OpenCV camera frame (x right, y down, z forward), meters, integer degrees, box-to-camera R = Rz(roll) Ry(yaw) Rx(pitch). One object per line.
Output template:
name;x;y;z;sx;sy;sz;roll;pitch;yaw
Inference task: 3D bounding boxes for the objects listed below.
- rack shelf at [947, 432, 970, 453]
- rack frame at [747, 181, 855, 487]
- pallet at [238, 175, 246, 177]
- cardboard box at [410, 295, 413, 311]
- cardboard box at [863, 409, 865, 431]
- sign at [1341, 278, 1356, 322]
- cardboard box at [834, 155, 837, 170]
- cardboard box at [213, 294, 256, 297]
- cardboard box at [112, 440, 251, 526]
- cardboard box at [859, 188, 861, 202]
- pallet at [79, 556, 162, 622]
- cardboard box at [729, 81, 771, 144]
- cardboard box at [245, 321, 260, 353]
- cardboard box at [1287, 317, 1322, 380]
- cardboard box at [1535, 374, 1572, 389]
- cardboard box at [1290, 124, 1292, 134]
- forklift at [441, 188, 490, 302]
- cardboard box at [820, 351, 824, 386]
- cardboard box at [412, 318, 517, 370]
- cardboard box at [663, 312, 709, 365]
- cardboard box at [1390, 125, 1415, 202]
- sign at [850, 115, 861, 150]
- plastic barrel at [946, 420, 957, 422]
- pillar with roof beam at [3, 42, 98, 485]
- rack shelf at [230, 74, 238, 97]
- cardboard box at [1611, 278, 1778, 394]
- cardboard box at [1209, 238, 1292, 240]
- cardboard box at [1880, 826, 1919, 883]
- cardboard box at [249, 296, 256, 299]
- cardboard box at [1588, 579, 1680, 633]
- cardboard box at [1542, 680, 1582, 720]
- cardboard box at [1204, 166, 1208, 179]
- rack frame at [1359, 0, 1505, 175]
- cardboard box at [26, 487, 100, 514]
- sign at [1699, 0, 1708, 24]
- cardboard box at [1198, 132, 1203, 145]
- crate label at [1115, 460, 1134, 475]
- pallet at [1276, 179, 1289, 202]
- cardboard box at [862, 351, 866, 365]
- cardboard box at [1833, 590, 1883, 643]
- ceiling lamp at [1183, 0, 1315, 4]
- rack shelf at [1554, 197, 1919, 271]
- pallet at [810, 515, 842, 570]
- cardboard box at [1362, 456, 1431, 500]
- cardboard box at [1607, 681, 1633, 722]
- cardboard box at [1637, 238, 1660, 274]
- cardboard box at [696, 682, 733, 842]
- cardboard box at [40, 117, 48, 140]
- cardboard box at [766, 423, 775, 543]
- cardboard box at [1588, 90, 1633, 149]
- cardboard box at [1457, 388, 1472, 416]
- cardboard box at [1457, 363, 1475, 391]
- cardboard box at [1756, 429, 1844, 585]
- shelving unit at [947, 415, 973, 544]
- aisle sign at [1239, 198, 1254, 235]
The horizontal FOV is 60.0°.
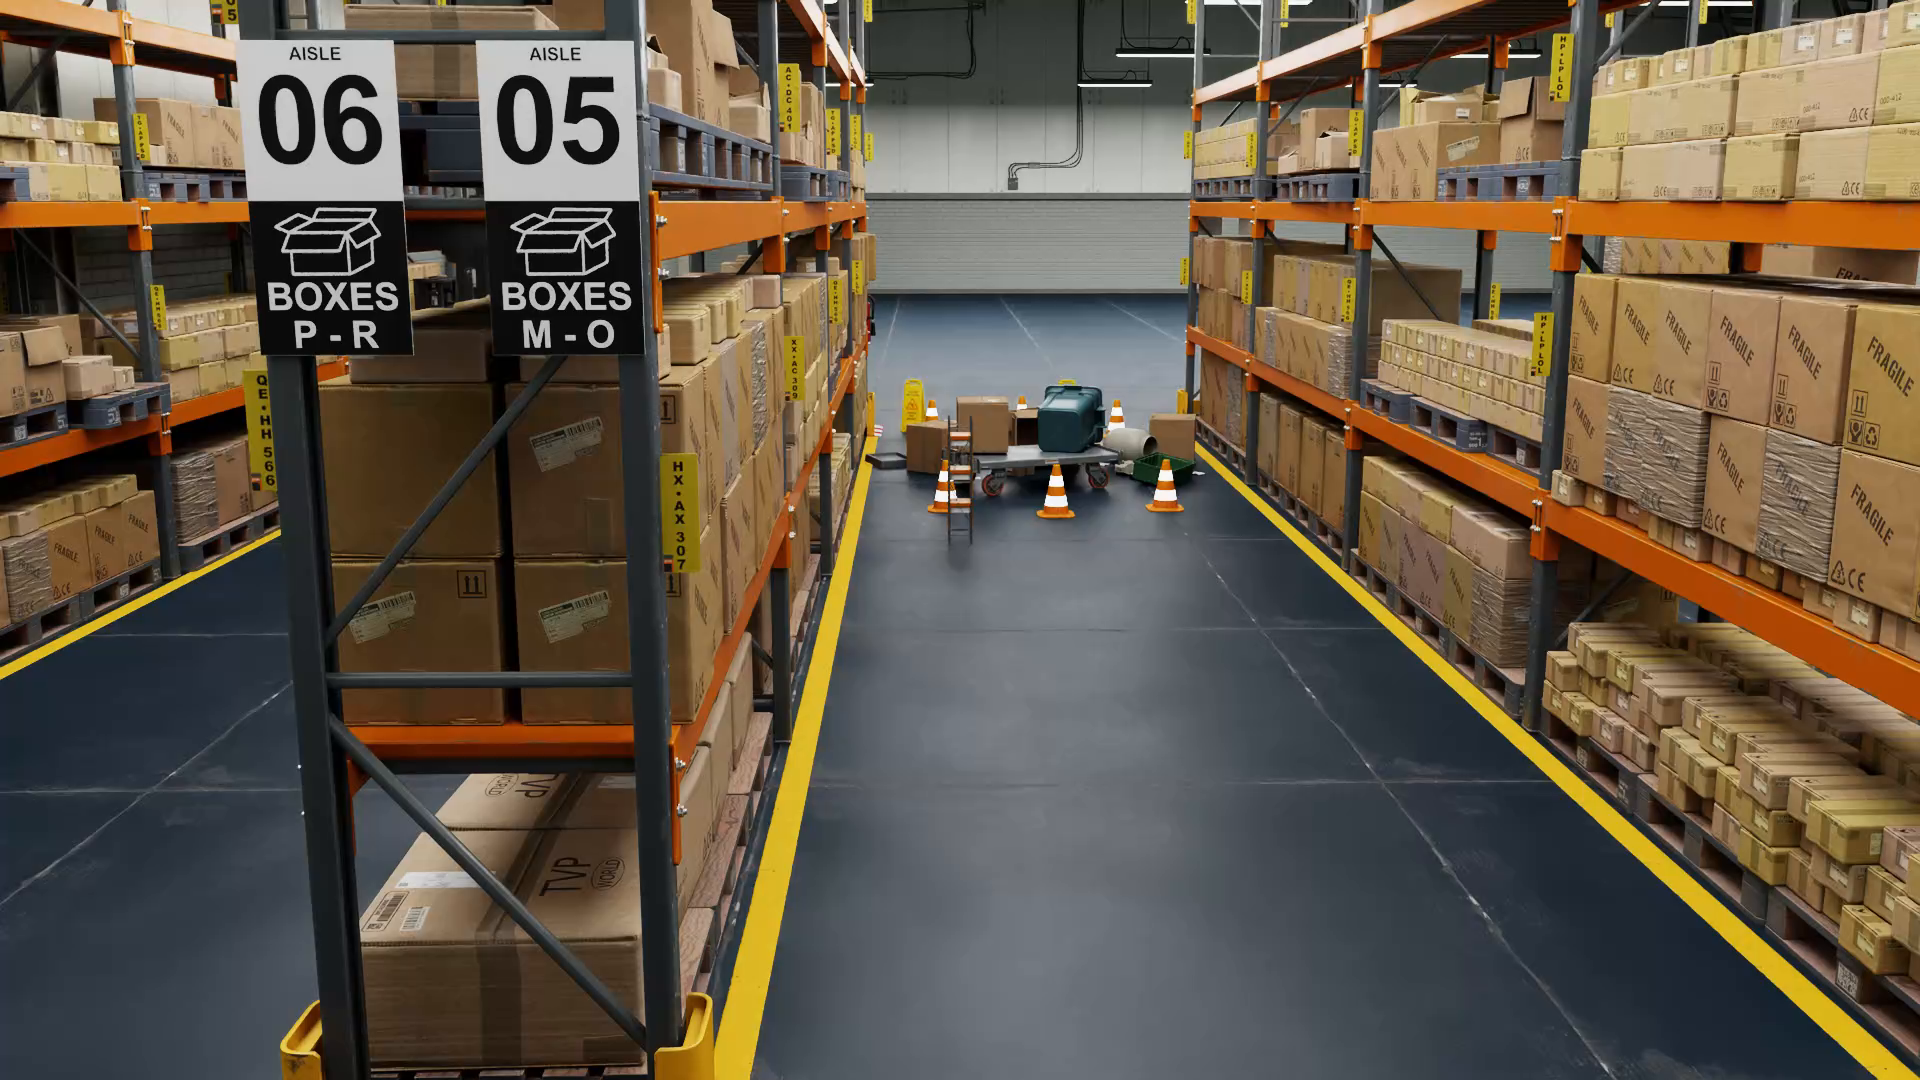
rack shelf;0.001;-0.772;13.848;0.215;0.259;0.240;0;11;-1
rack frame;-1.558;-1.993;16.337;1.000;3.000;0.127;0;11;-1
pallet;-6.564;-3.568;16.778;1.003;0.211;1.213;0;11;-1
cardboard box;-6.296;-2.414;18.162;0.500;0.500;0.500;0;11;-1
cardboard box;-1.352;-1.383;19.193;0.500;0.250;0.500;0;11;-1
sign;2.917;-1.802;12.487;0.100;0.325;0.005;0;11;-1
cardboard box;-1.401;-3.479;15.442;0.500;0.250;0.500;0;11;-2
cardboard box;-6.774;-2.214;15.546;0.380;0.149;0.250;-1;11;-3
cardboard box;-6.458;-0.472;13.759;0.875;0.625;0.625;0;11;1
cardboard box;-1.277;-3.760;18.135;0.380;0.149;0.250;0;11;-2
pallet;-6.460;0.339;11.858;1.003;0.211;1.213;0;11;-1
cardboard box;-1.059;-1.936;7.542;0.396;0.266;0.258;0;11;1
cardboard box;-6.240;-1.742;14.222;0.500;0.250;0.500;0;11;0
cardboard box;3.160;-1.676;14.523;0.500;0.500;0.500;0;11;0
cardboard box;3.351;-0.896;9.011;0.380;0.149;0.250;0;11;1
cardboard box;3.694;-4.352;17.742;0.380;0.149;0.250;0;11;-1
forklift;-3.580;-1.420;13.687;1.130;2.935;3.031;-6;13;-26
cardboard box;-1.197;-1.172;11.411;0.500;0.250;0.500;-1;11;-3
cardboard box;-1.546;-0.585;5.001;0.380;0.149;0.250;0;11;0
cardboard box;-1.007;-0.640;5.271;0.380;0.149;0.250;0;11;1
cardboard box;3.235;-2.543;11.254;0.500;0.500;0.500;0;11;-1
sign;-1.003;-3.912;15.963;0.100;0.325;0.005;0;11;-1
plastic barrel;-0.084;-1.121;18.519;0.512;0.421;0.421;9;15;38
pillar with roof beam;-3.061;-4.390;13.063;9.100;9.000;0.400;0;11;-1
rack shelf;-6.561;-4.761;17.707;1.077;0.370;4.000;0;11;-1
cardboard box;3.346;-0.934;7.604;0.500;0.500;0.500;-1;11;-3
cardboard box;3.379;-3.248;19.432;0.875;0.550;0.550;0;11;-1
cardboard box;3.425;1.098;5.722;0.380;0.149;0.250;0;11;0
cardboard box;-6.315;-2.171;15.335;0.380;0.149;0.250;0;11;-1
cardboard box;3.805;0.428;9.634;0.500;0.500;0.500;0;11;1
cardboard box;3.241;0.822;8.576;0.380;0.149;0.250;-1;11;-4
cardboard box;3.010;-4.210;19.044;0.380;0.149;0.250;0;11;-1
rack frame;3.472;-4.178;12.020;1.000;3.000;0.127;0;11;-1
cardboard box;-6.176;-0.271;11.451;0.380;0.149;0.250;-1;11;-3
sign;8.823;-6.302;19.743;0.100;0.325;0.005;0;11;-1
cardboard box;3.000;-4.703;19.472;0.380;0.149;0.250;0;11;-1
crate label;1.774;-0.756;17.443;0.298;0.136;0.250;-10;15;-40
pallet;3.458;-3.227;15.359;0.805;0.209;1.217;-1;11;-3
cardboard box;-1.288;-2.101;19.211;0.380;0.149;0.250;0;11;0
cardboard box;3.332;0.262;5.856;0.380;0.149;0.250;0;11;0
ceiling lamp;4.493;-9.961;25.845;2.000;3.185;0.800;0;11;-1
rack shelf;3.596;-1.163;6.511;1.077;0.370;4.000;0;11;-1
pallet;-1.490;0.014;13.460;1.003;0.211;1.213;0;11;-1
cardboard box;3.244;-0.448;12.068;0.500;0.250;0.500;-1;11;-4
cardboard box;3.378;0.774;8.064;0.380;0.149;0.250;0;11;-1
cardboard box;8.022;-3.204;18.793;0.500;0.500;0.500;0;11;-1
cardboard box;-1.467;0.951;7.217;0.875;0.438;0.875;-1;11;-3
cardboard box;-6.216;-2.691;10.860;0.380;0.149;0.250;0;11;-2
cardboard box;-1.111;-0.258;7.535;0.500;0.500;0.500;-1;11;-3
cardboard box;3.325;-1.988;7.888;0.500;0.250;0.500;0;11;1
cardboard box;3.318;-0.863;10.342;0.380;0.149;0.250;0;11;1
cardboard box;3.318;-1.012;10.328;0.380;0.149;0.250;0;11;-1
cardboard box;3.345;-0.134;6.175;0.500;0.500;0.500;0;11;-1
shelving unit;0.001;-0.504;13.902;0.215;1.050;0.252;0;11;-1
aisle sign;3.605;-4.118;20.272;0.394;0.787;0.004;0;11;-1
